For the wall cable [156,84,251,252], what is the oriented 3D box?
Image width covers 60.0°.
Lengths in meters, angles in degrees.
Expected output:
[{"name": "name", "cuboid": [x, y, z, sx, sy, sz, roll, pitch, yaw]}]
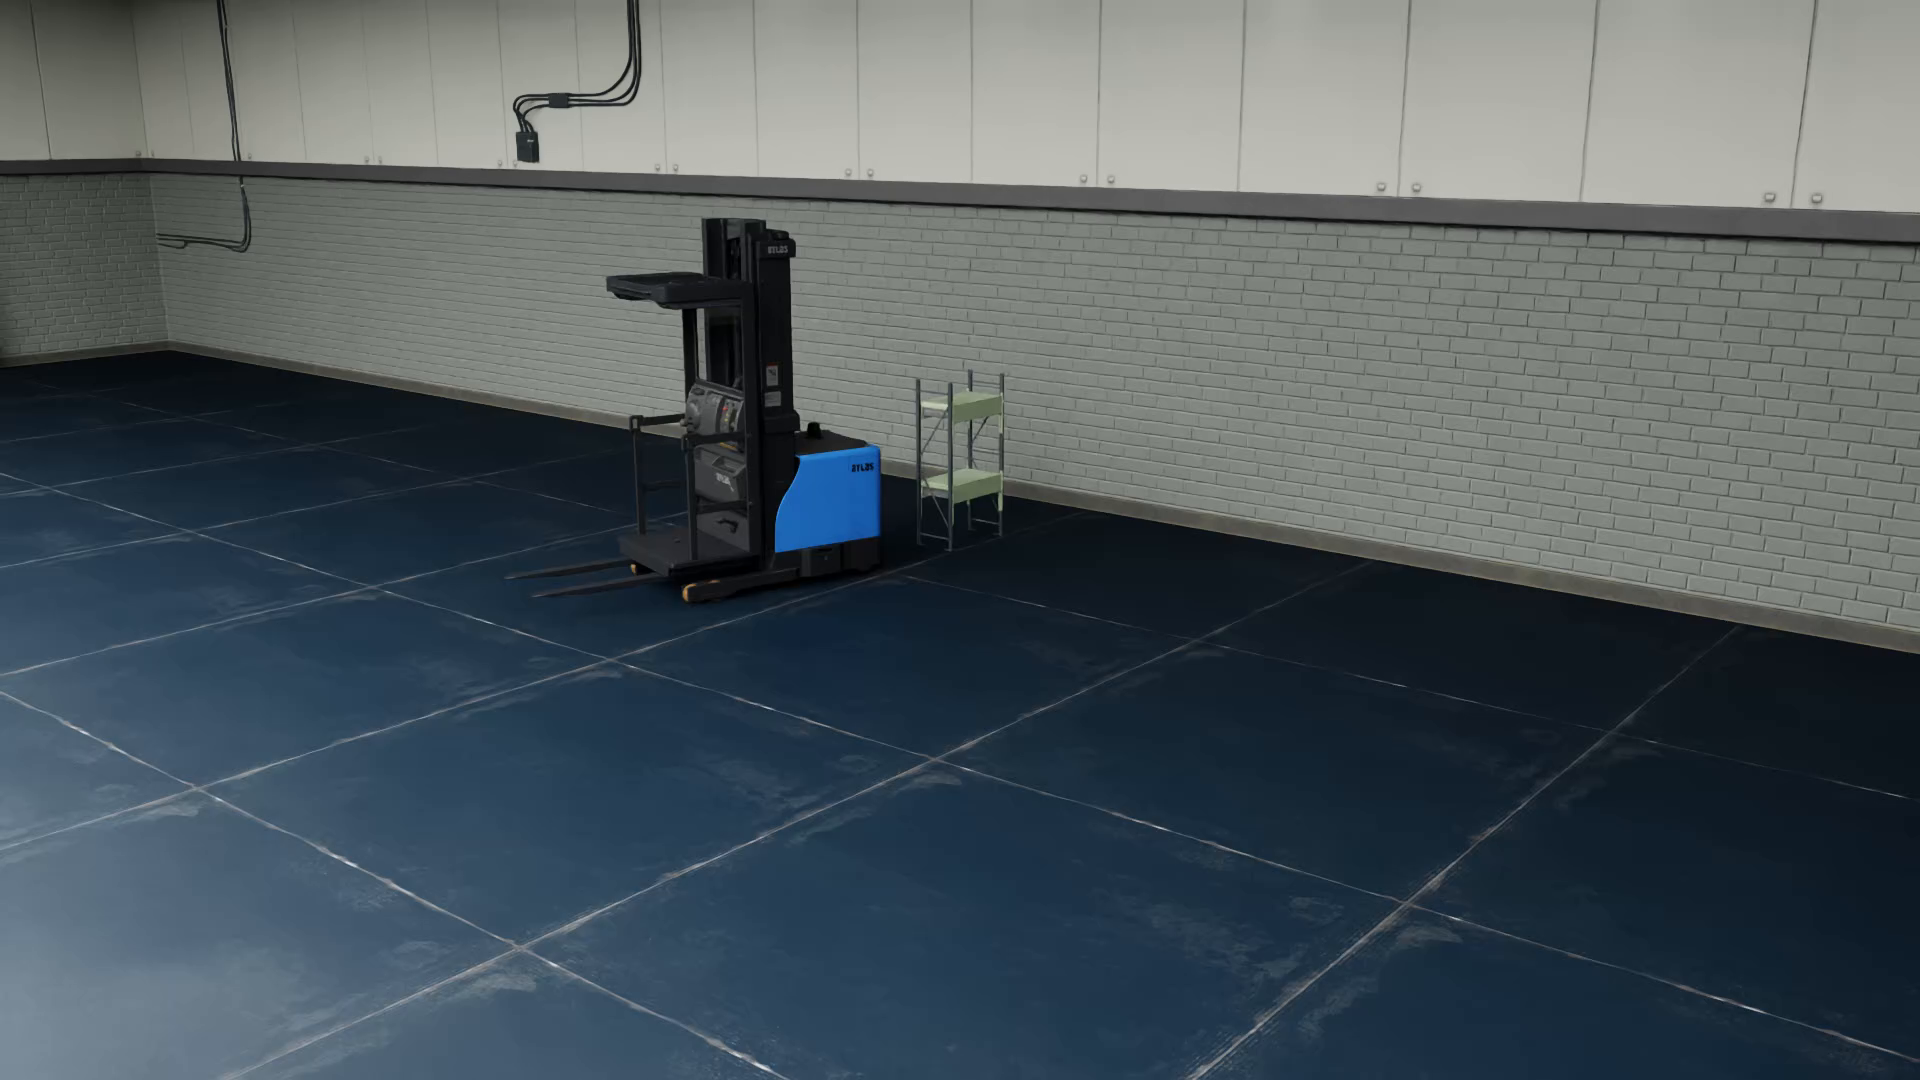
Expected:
[{"name": "wall cable", "cuboid": [-11.968, -5.777, 25.894, 3.097, 2.526, 0.112, 11, 18, 38]}]

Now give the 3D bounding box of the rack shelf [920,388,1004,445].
[{"name": "rack shelf", "cuboid": [0.004, -1.106, 14.847, 0.431, 0.370, 0.720, 11, 18, 38]}]

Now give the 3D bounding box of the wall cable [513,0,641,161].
[{"name": "wall cable", "cuboid": [-4.594, -7.458, 19.298, 2.305, 6.003, 0.169, 11, 18, 38]}]

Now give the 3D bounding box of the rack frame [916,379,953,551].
[{"name": "rack frame", "cuboid": [-0.226, -0.658, 14.667, 0.400, 1.500, 0.023, 11, 18, 38]}]

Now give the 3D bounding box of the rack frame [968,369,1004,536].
[{"name": "rack frame", "cuboid": [0.234, -0.798, 15.219, 0.400, 1.500, 0.023, 11, 18, 38]}]

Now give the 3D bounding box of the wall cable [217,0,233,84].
[{"name": "wall cable", "cuboid": [-9.864, -7.806, 23.624, 3.097, 2.526, 0.112, 11, 18, 38]}]

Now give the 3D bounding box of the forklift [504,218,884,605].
[{"name": "forklift", "cuboid": [-2.151, -1.056, 13.328, 3.031, 2.935, 1.130, -10, 17, -33]}]

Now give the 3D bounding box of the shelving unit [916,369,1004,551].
[{"name": "shelving unit", "cuboid": [0.004, -0.728, 14.943, 0.431, 1.500, 0.755, 11, 18, 38]}]

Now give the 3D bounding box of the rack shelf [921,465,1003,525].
[{"name": "rack shelf", "cuboid": [0.004, -0.412, 15.024, 0.431, 0.370, 0.720, 11, 18, 38]}]
